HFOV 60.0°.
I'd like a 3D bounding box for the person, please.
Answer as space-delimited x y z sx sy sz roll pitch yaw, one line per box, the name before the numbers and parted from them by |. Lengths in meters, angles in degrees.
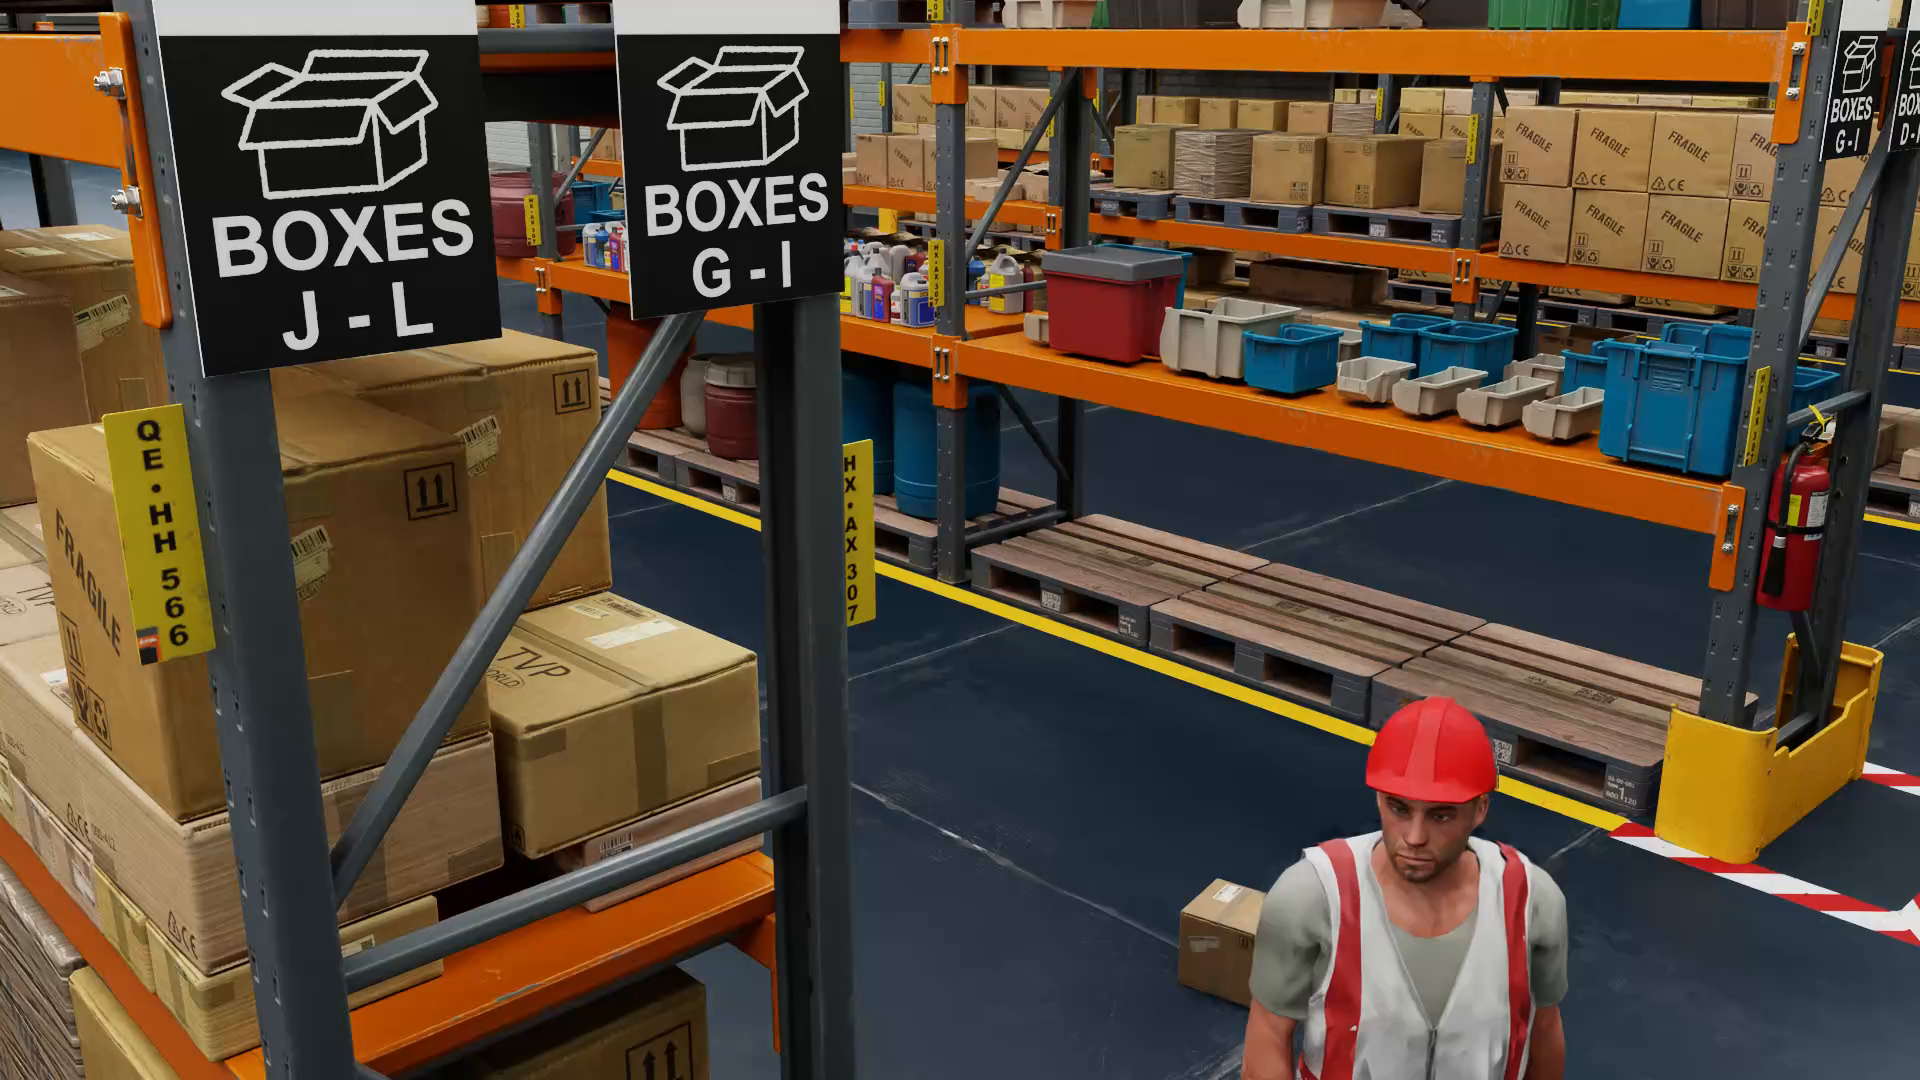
person | 0.783 1.114 2.828 0.614 1.744 0.915 2 17 6
